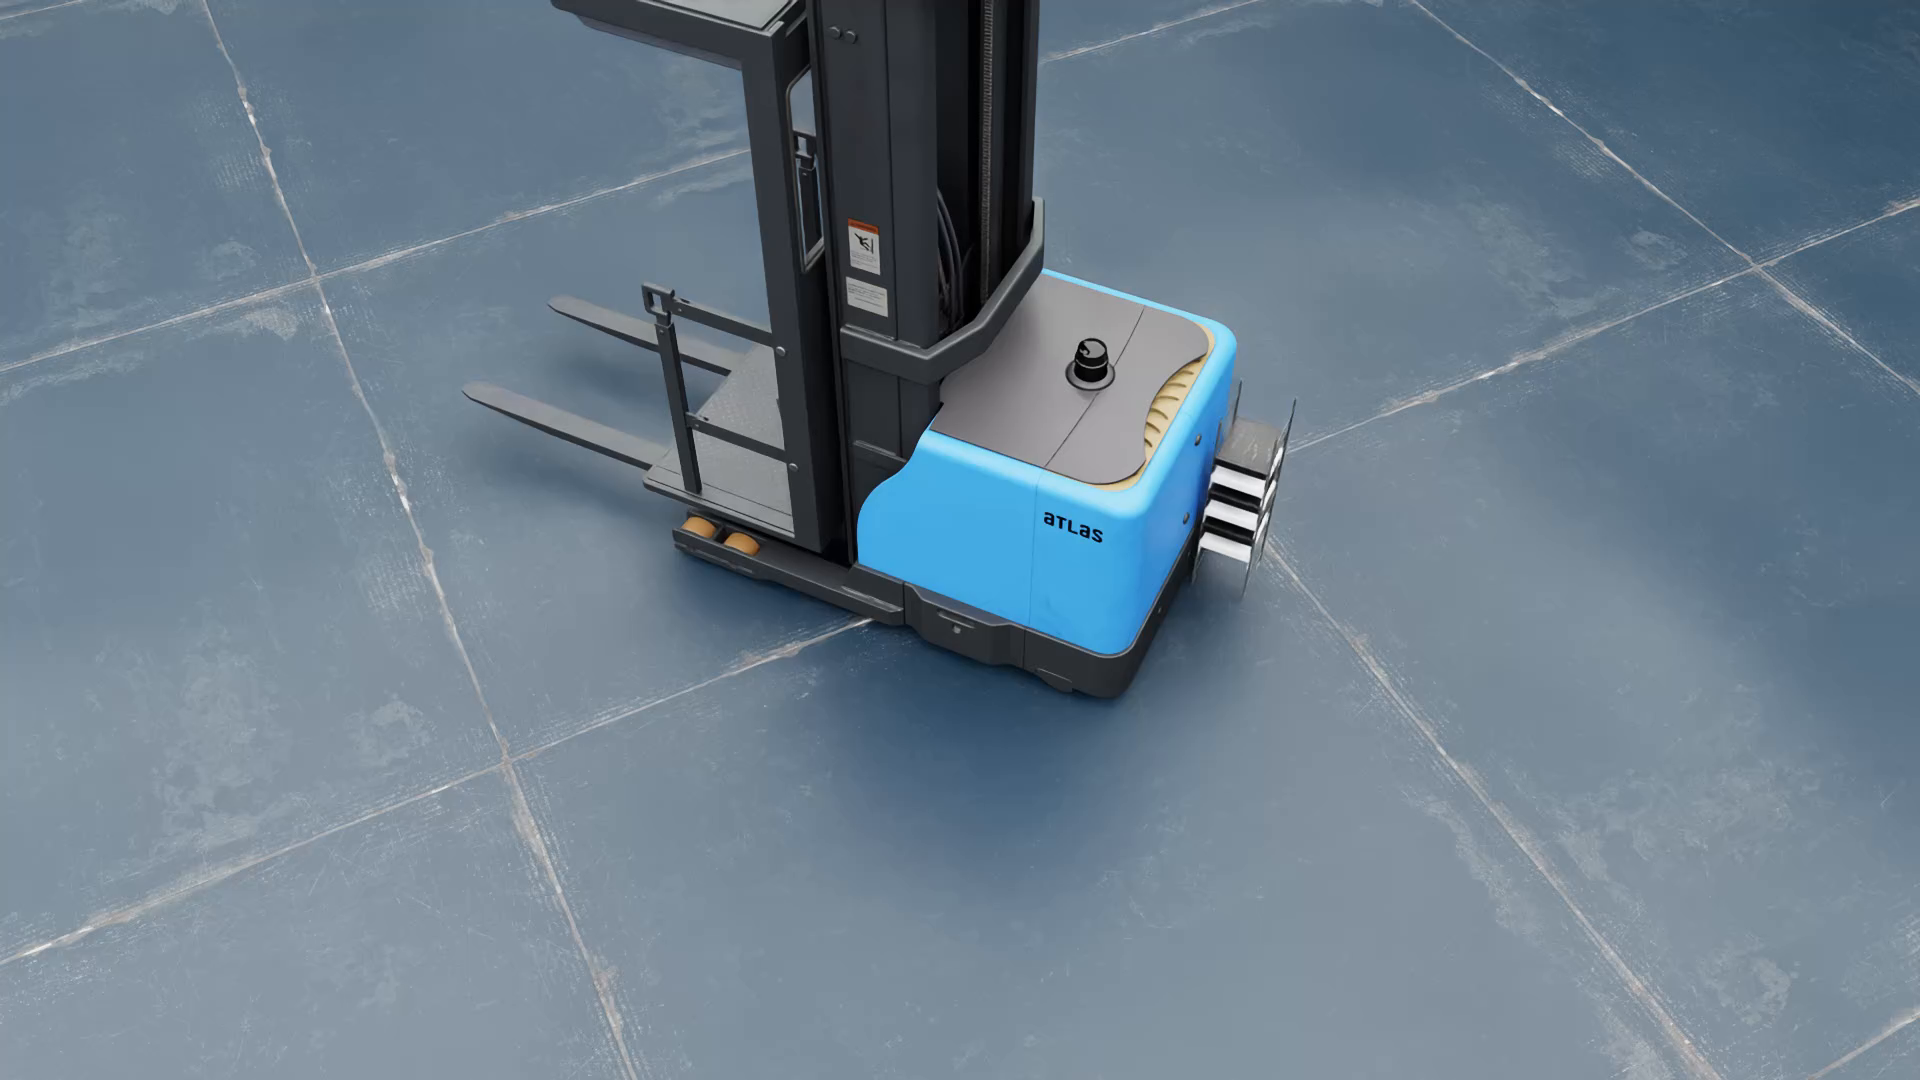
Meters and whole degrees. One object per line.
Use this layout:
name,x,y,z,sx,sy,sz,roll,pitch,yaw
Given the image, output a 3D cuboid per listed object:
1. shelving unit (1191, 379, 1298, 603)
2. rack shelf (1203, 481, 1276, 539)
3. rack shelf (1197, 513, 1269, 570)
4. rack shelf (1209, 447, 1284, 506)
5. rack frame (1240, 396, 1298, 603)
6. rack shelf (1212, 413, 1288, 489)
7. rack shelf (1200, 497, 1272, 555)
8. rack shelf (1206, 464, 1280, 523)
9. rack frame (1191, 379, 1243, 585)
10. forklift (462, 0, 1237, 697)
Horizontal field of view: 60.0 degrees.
shelving unit,1.049,-0.167,6.190,0.210,0.900,0.258,20,52,16
rack shelf,1.048,-0.145,6.215,0.200,0.077,0.258,20,52,16
rack shelf,1.047,-0.027,6.351,0.200,0.077,0.258,20,52,16
rack shelf,1.050,-0.263,6.079,0.200,0.077,0.258,20,52,16
rack frame,1.141,-0.134,6.162,0.006,0.900,0.240,20,52,16
rack shelf,1.050,-0.322,6.011,0.200,0.077,0.258,20,52,16
rack shelf,1.048,-0.086,6.283,0.200,0.077,0.258,20,52,16
rack shelf,1.049,-0.204,6.147,0.200,0.077,0.258,20,52,16
rack frame,0.957,-0.200,6.218,0.006,0.900,0.240,20,52,16
forklift,-0.561,-1.169,5.718,3.031,2.935,1.130,20,52,17
